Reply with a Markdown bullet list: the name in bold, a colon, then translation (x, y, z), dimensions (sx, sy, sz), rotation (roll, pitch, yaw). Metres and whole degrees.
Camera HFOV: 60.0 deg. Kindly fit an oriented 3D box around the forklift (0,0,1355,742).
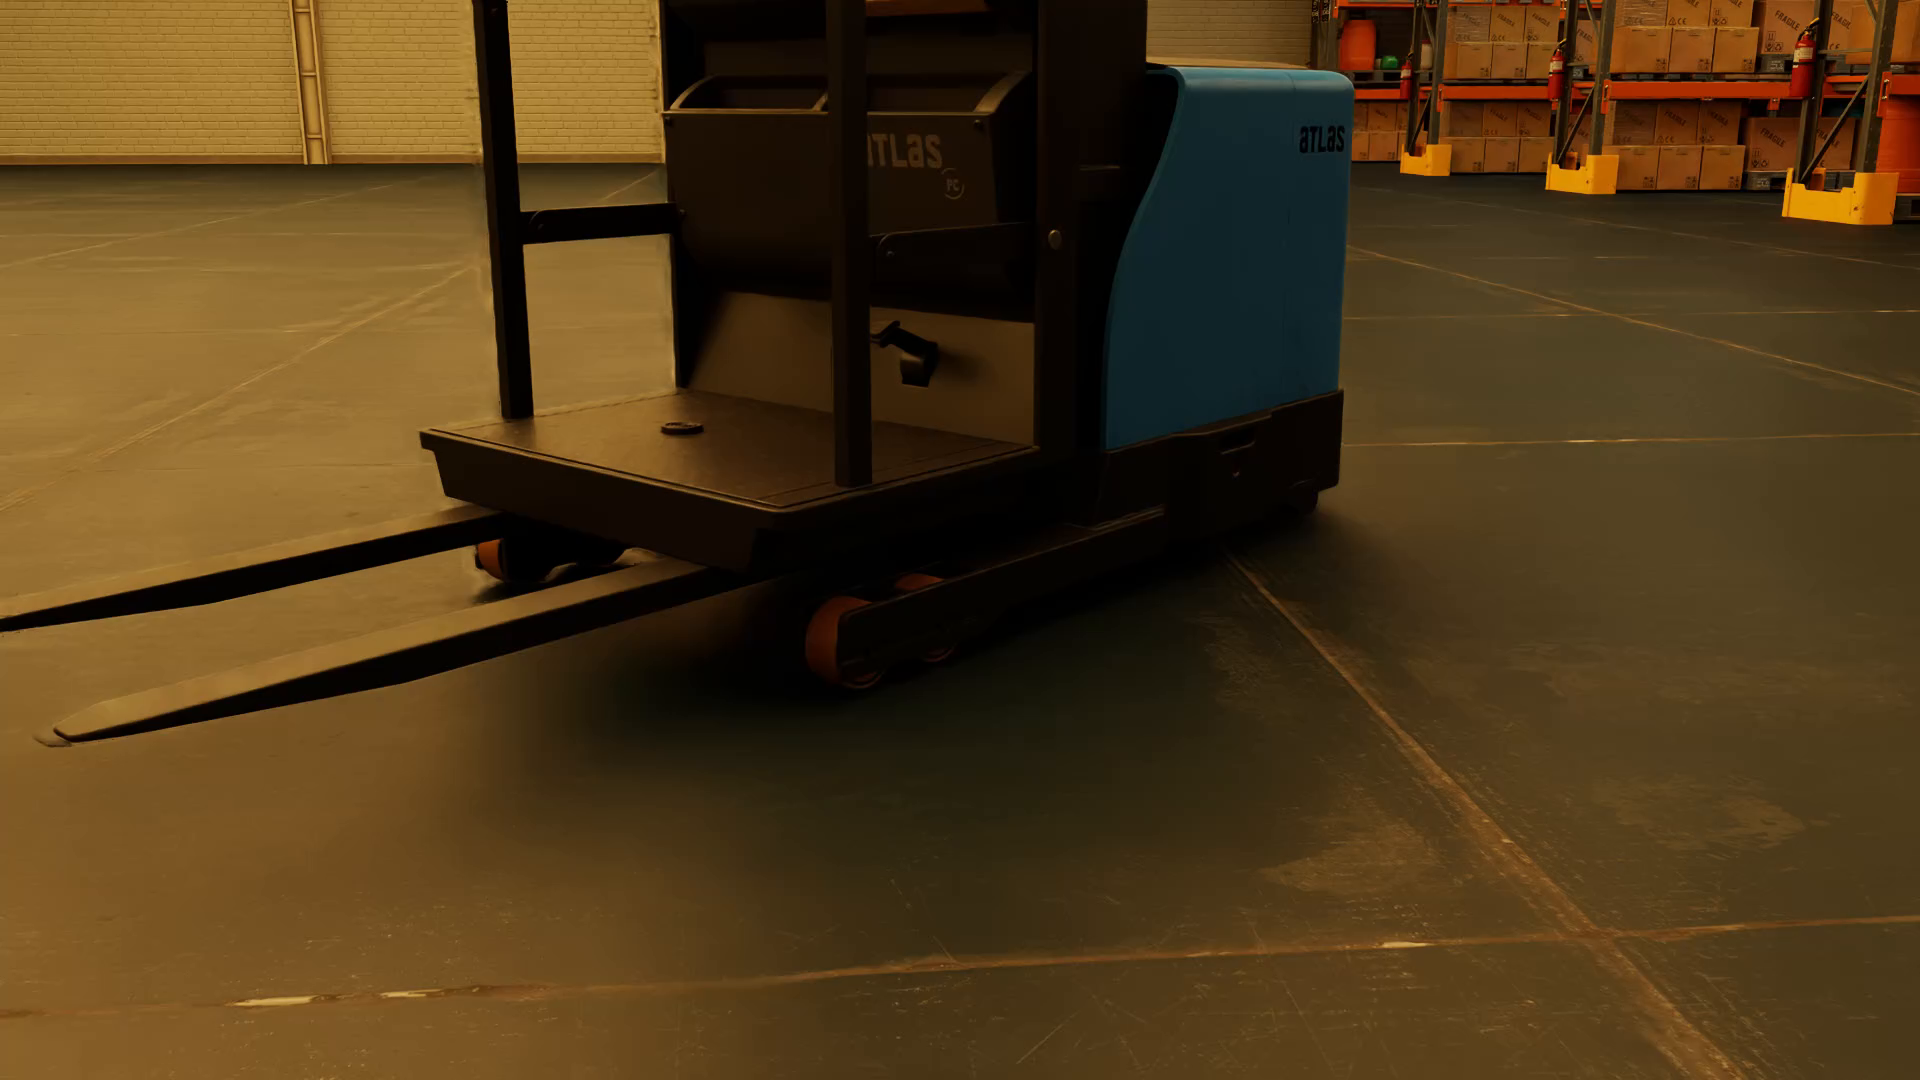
- **forklift**: translation (-0.385, -1.297, 3.104), dimensions (1.130, 2.935, 3.031), rotation (12, 19, 39)
